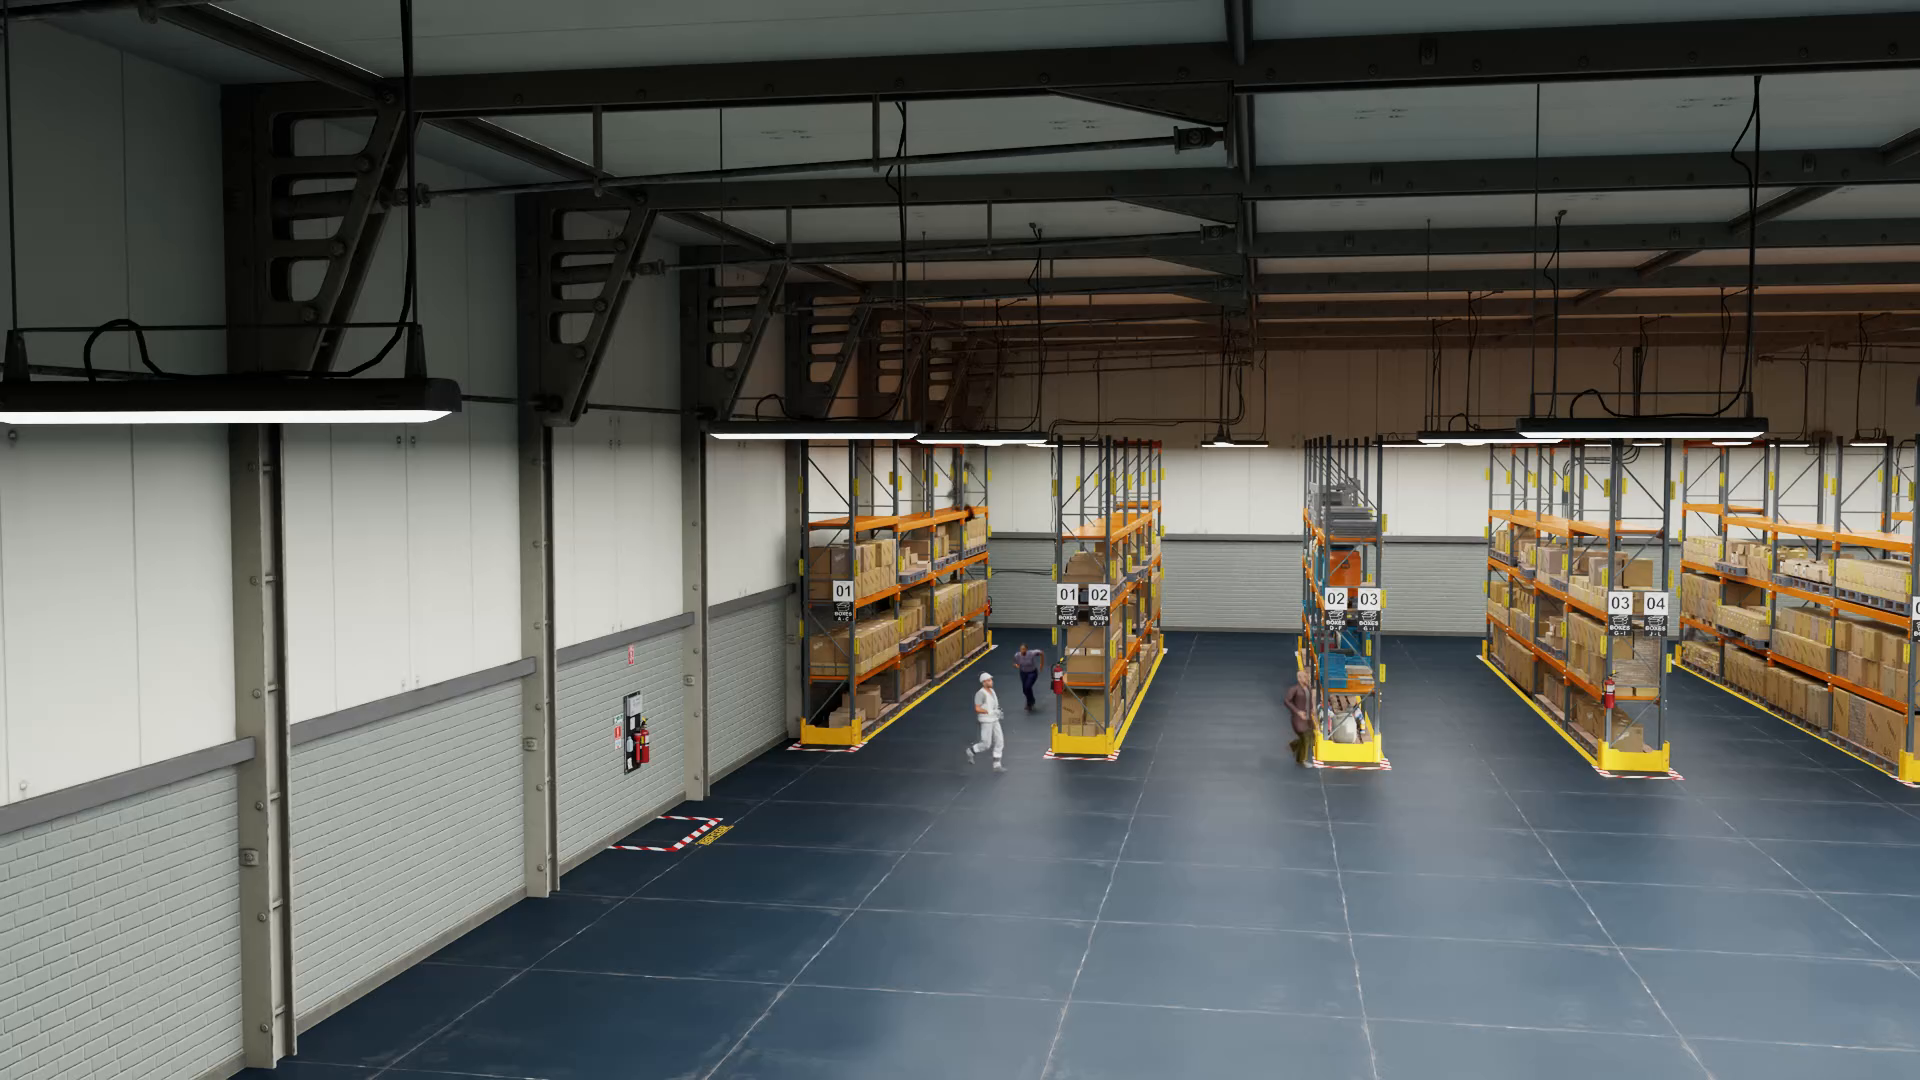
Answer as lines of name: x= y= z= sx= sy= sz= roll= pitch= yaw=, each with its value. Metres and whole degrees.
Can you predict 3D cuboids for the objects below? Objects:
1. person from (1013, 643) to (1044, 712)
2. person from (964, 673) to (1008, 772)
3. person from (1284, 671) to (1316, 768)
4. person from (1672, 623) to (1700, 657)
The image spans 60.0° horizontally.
person: x=1.525 y=3.007 z=36.498 sx=0.643 sy=1.564 sz=0.946 roll=1 pitch=3 yaw=21
person: x=0.481 y=3.243 z=29.612 sx=0.846 sy=1.756 sz=0.667 roll=2 pitch=4 yaw=34
person: x=6.115 y=3.225 z=30.075 sx=0.724 sy=1.744 sz=0.645 roll=-2 pitch=4 yaw=-39
person: x=20.005 y=2.372 z=45.618 sx=0.948 sy=1.757 sz=0.728 roll=2 pitch=3 yaw=28
